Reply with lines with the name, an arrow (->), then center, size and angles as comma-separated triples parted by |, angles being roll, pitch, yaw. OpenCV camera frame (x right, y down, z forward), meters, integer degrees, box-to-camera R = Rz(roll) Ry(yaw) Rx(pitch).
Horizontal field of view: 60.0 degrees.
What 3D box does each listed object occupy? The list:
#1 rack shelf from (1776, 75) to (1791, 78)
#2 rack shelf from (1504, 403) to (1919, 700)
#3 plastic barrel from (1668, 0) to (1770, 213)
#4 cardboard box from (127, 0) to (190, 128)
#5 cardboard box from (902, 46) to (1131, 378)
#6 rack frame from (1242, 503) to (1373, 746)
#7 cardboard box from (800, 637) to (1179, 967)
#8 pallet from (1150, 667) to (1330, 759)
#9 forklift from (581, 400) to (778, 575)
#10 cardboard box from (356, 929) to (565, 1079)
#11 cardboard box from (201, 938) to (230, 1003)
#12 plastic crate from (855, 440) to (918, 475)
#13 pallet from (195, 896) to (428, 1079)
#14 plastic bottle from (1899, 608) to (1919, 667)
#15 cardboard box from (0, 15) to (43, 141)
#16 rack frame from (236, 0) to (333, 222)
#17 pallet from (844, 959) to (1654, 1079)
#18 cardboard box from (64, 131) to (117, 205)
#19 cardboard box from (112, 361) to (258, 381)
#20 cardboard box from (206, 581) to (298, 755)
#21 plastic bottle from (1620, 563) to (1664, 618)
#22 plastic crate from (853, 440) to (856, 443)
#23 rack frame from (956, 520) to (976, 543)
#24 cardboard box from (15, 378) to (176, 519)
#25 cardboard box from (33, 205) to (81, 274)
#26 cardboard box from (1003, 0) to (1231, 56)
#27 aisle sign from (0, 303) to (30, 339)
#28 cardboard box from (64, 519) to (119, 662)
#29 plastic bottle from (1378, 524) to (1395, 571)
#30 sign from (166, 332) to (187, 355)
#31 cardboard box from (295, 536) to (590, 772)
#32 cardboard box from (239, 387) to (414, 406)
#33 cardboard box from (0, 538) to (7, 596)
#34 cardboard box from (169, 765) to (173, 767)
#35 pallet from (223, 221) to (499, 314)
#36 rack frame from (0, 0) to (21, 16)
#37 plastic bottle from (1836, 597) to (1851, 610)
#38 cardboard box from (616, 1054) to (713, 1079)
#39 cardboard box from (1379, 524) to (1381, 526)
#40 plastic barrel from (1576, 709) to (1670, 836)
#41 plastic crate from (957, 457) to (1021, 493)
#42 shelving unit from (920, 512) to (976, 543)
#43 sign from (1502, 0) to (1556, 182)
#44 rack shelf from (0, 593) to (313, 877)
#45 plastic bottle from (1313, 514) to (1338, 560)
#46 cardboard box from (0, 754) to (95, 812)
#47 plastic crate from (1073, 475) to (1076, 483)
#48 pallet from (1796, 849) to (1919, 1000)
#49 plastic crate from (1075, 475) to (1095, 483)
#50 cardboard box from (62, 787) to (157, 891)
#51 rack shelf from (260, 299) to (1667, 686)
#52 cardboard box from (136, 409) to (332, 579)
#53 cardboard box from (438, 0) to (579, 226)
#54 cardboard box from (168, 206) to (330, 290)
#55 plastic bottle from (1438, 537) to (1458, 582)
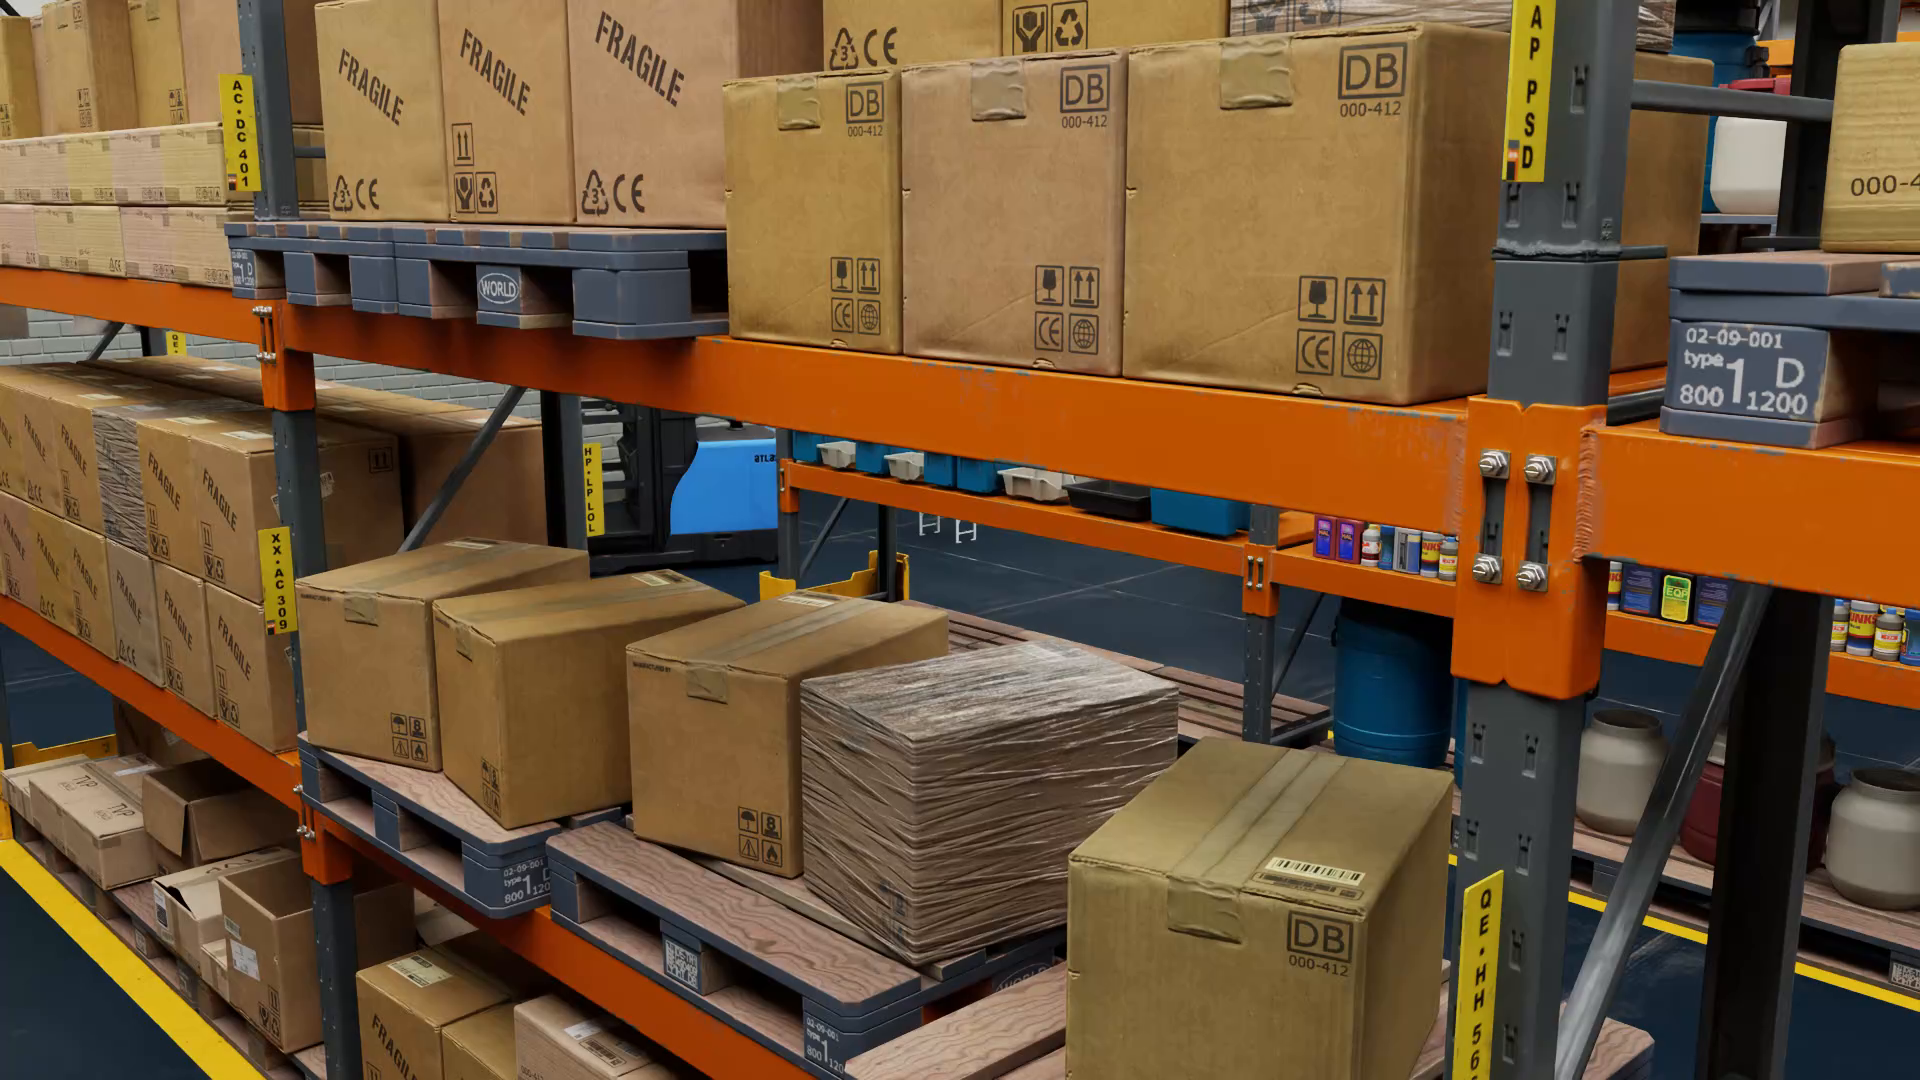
rack shelf -> 7.756, -4.461, 16.393 | 1.077, 0.370, 4.000 | -11, 16, -43
rack shelf -> 2.456, 0.230, 1.047 | 1.077, 0.370, 4.000 | -11, 16, -43
plastic barrel -> 3.187, -1.911, 7.374 | 0.600, 0.901, 0.708 | -11, 16, -43
cardboard box -> -2.643, -1.767, 6.233 | 0.700, 0.500, 0.500 | -11, 16, -43
cardboard box -> 0.397, -0.596, 3.029 | 0.910, 0.500, 0.500 | -11, 16, -43
rack frame -> 1.898, -0.218, 8.875 | 1.000, 3.000, 0.127 | -11, 16, -43
cardboard box -> 0.065, 0.564, 3.788 | 0.700, 0.500, 0.500 | -7, 14, -32
pallet -> 1.362, 1.046, 9.651 | 1.003, 0.211, 1.213 | -11, 16, -43
forklift -> -3.009, -1.249, 14.050 | 3.031, 2.935, 1.130 | -4, 12, -17
cardboard box -> -1.530, 1.585, 5.228 | 0.500, 0.500, 0.500 | 11, 16, 43
cardboard box -> -2.588, 1.562, 6.208 | 0.380, 0.149, 0.250 | -11, 16, -43
plastic crate -> -0.478, -0.571, 10.856 | 0.416, 0.233, 0.300 | -11, 16, -43
pallet -> -2.161, 1.737, 6.296 | 1.003, 0.211, 1.213 | -11, 16, -43
plastic bottle -> 3.712, 0.348, 6.448 | 0.097, 0.271, 0.097 | 0, 12, 0
cardboard box -> -3.799, -1.963, 7.183 | 0.700, 0.500, 0.500 | -11, 16, -43
rack frame -> -1.687, -2.467, 4.922 | 1.000, 3.000, 0.127 | -11, 16, -43
pallet -> 0.556, 1.060, 3.146 | 1.213, 0.211, 1.003 | -11, 16, -43
cardboard box -> -2.906, -1.349, 6.063 | 0.500, 0.250, 0.500 | -11, 16, -43
cardboard box -> -3.594, -0.551, 7.763 | 0.500, 0.500, 0.500 | -10, 16, -41
cardboard box -> -2.218, 0.385, 5.698 | 0.500, 0.500, 0.500 | -11, 16, -42
plastic bottle -> 2.983, 0.148, 7.221 | 0.144, 0.351, 0.185 | -11, 16, -43
plastic crate -> -0.498, -0.826, 11.588 | 0.616, 0.435, 0.499 | -11, 16, -43
rack frame -> 0.054, -0.576, 15.073 | 0.240, 1.200, 0.015 | -11, 16, -43
cardboard box -> -3.626, -0.400, 7.034 | 0.500, 0.500, 0.500 | -11, 16, -42
cardboard box -> -3.247, -1.178, 6.472 | 0.500, 0.250, 0.500 | -11, 16, -43
cardboard box -> 0.426, -1.091, 2.955 | 0.500, 0.500, 0.500 | -11, 16, -43
aisle sign -> -4.709, -1.354, 7.948 | 0.394, 0.787, 0.004 | -11, 16, -43
cardboard box -> -3.285, 0.162, 6.784 | 0.500, 0.500, 0.500 | -11, 16, -42
plastic bottle -> 2.095, 0.006, 8.107 | 0.097, 0.271, 0.097 | 0, 12, 0
sign -> -4.035, -0.908, 8.573 | 0.100, 0.325, 0.005 | -11, 16, -43
cardboard box -> -1.522, 0.317, 4.988 | 0.500, 0.500, 0.700 | 6, 13, 26
cardboard box -> -2.521, -0.325, 6.670 | 0.500, 0.500, 0.500 | 11, 16, 43
cardboard box -> -4.334, -0.060, 7.858 | 0.500, 0.500, 0.500 | -10, 16, -41
cardboard box -> -3.682, 1.177, 8.036 | 0.380, 0.166, 0.250 | -11, 16, -43
pallet -> -1.288, -0.801, 4.734 | 1.213, 0.211, 1.003 | -11, 16, -43
rack frame -> -4.450, -3.050, 7.756 | 1.000, 3.000, 0.127 | -11, 16, -43
plastic bottle -> 3.897, 0.165, 7.335 | 0.097, 0.271, 0.097 | 0, 12, 0
cardboard box -> -0.492, 1.437, 4.089 | 0.500, 0.250, 0.500 | -11, 16, -44
cardboard box -> 3.846, -0.442, 14.187 | 0.875, 0.875, 0.875 | -11, 16, -43
plastic barrel -> 3.075, 1.075, 7.725 | 0.421, 0.512, 0.421 | 0, 12, 0
plastic crate -> 0.184, -0.431, 10.177 | 0.416, 0.233, 0.300 | -11, 16, -43
shelving unit -> -0.114, -0.612, 15.246 | 0.258, 1.200, 0.503 | -11, 16, -43
sign -> 0.681, -0.592, 1.974 | 0.100, 0.325, 0.005 | -11, 16, -43
rack shelf -> -3.069, 0.532, 7.017 | 1.077, 0.370, 4.000 | -11, 16, -43
plastic bottle -> 1.842, -0.048, 8.339 | 0.061, 0.283, 0.133 | -11, 16, -43
cardboard box -> -4.409, 1.178, 8.075 | 0.380, 0.149, 0.250 | -11, 16, -43
plastic crate -> 0.739, -0.485, 10.438 | 0.416, 0.233, 0.300 | -11, 16, -43
pallet -> 4.085, 1.622, 6.853 | 1.003, 0.211, 1.213 | -11, 16, -43
plastic crate -> 0.976, -0.438, 10.087 | 0.437, 0.282, 0.530 | -11, 16, -43
cardboard box -> -3.589, 1.284, 7.309 | 0.500, 0.250, 0.500 | -11, 16, -43
rack shelf -> -0.306, -0.353, 3.881 | 1.077, 0.370, 4.000 | -11, 16, -43
cardboard box -> -2.580, -0.179, 5.961 | 0.500, 0.500, 0.500 | -11, 16, -44
cardboard box -> -0.915, -1.123, 4.298 | 0.600, 0.600, 0.600 | -11, 16, -43
cardboard box -> -2.216, -0.958, 5.404 | 0.500, 0.250, 0.500 | -11, 16, -43
plastic bottle -> 2.322, 0.088, 7.881 | 0.097, 0.201, 0.097 | 0, 12, 0
